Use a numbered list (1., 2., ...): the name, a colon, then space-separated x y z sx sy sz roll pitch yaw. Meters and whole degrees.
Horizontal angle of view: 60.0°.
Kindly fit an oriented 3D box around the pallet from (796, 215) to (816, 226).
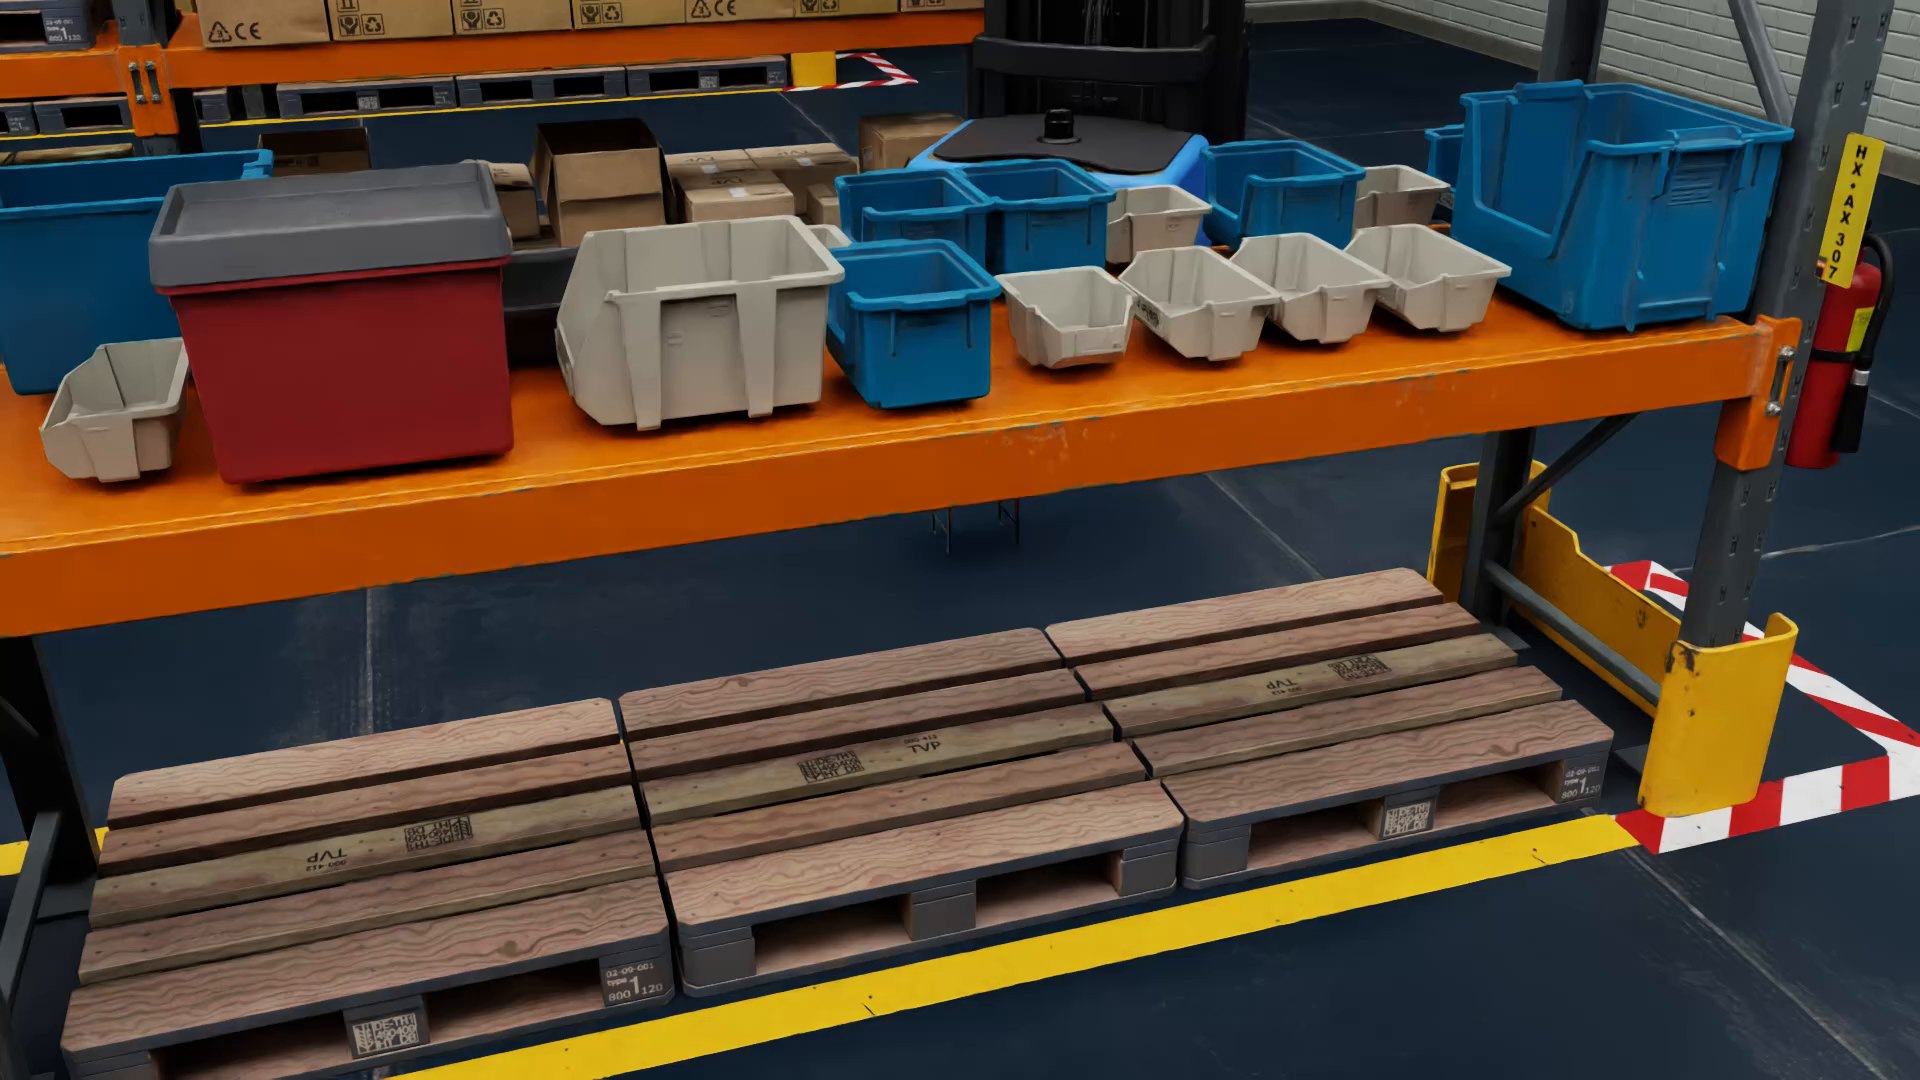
1. pallet: -0.597 -1.604 8.743 1.213 0.211 1.003 -8 28 -16

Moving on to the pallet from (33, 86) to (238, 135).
1. pallet: -5.818 -3.130 11.816 1.213 0.211 1.003 -8 28 -16

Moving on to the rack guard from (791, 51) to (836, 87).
1. rack guard: -1.282 -3.951 13.146 0.348 0.500 1.175 -8 28 -16

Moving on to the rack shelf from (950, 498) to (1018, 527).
1. rack shelf: 0.051 -0.219 5.660 0.240 0.259 0.215 -8 28 -16

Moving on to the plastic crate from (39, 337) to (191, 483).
1. plastic crate: -1.553 -0.240 3.090 0.243 0.136 0.396 -8 28 -16

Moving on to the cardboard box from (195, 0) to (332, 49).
1. cardboard box: -3.001 -2.422 7.144 0.500 0.500 0.500 -8 27 -15

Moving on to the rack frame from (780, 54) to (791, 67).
1. rack frame: -1.305 -5.067 12.584 0.127 3.000 1.000 -8 28 -16

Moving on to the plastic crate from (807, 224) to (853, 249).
1. plastic crate: -0.477 -0.603 3.821 0.466 0.136 0.293 -8 28 -16

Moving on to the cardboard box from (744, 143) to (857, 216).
1. cardboard box: -0.847 -1.915 8.832 0.500 0.250 0.500 -8 28 -16

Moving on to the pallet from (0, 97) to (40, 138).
1. pallet: -6.980 -2.960 11.475 1.213 0.211 1.003 -8 28 -16

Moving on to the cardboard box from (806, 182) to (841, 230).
1. cardboard box: -0.621 -1.705 8.502 0.250 0.166 0.380 -8 28 -16

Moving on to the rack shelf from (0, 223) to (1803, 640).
1. rack shelf: -0.138 -0.281 3.752 4.000 0.370 1.077 -8 28 -16

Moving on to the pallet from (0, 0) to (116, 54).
1. pallet: -4.364 -2.273 7.171 1.213 0.211 1.003 -8 28 -16

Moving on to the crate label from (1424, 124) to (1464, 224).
1. crate label: 1.427 -0.936 4.382 0.303 0.233 0.416 -8 28 -16

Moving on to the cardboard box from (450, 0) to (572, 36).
1. cardboard box: -2.039 -2.562 7.425 0.500 0.500 0.500 -8 28 -16

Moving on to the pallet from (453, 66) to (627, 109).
1. pallet: -3.199 -3.509 12.581 1.213 0.211 1.003 -8 28 -16

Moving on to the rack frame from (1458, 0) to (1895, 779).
1. rack frame: 1.763 -0.879 4.147 0.127 3.000 1.000 -8 28 -16

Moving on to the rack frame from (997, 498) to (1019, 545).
1. rack frame: 0.167 -0.494 5.565 0.008 1.050 0.200 -8 28 -16

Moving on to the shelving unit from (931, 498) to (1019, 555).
1. shelving unit: 0.051 -0.478 5.531 0.252 1.050 0.215 -8 28 -16

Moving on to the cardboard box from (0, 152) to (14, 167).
1. cardboard box: -4.609 -1.458 7.631 0.500 0.500 0.500 -8 27 -15

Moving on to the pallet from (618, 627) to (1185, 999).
1. pallet: -0.191 0.634 4.236 1.213 0.211 1.003 -8 28 -16

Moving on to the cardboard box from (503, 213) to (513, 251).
1. cardboard box: -2.285 -1.440 7.969 0.250 0.166 0.380 -8 28 -16

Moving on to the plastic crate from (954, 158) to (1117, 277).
1. plastic crate: 0.175 -0.754 4.017 0.300 0.233 0.416 -8 28 -16

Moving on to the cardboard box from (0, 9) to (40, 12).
1. cardboard box: -6.530 -3.474 11.319 0.750 0.750 0.750 -7 27 -15

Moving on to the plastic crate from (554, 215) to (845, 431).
1. plastic crate: -0.531 -0.434 3.317 0.530 0.282 0.437 -8 28 -16

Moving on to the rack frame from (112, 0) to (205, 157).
1. rack frame: -3.570 -2.423 7.257 0.127 3.000 1.000 -8 28 -16

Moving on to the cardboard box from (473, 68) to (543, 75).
1. cardboard box: -3.398 -3.782 12.334 0.500 0.500 0.700 -8 27 -15

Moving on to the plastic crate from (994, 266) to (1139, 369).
1. plastic crate: 0.231 -0.467 3.547 0.250 0.136 0.298 -8 28 -16

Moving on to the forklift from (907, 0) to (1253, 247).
1. forklift: 0.710 -2.319 7.125 1.130 2.935 3.031 8 27 16

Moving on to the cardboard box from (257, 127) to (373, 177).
1. cardboard box: -3.116 -1.698 8.114 0.500 0.500 0.500 -8 28 -16

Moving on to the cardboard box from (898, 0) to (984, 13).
1. cardboard box: -0.109 -2.841 7.988 0.500 0.500 0.500 -7 27 -15

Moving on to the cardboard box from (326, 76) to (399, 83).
1. cardboard box: -4.365 -3.645 12.057 0.500 0.500 0.700 -8 27 -15

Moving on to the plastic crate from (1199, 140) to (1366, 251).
1. plastic crate: 0.801 -0.845 4.200 0.300 0.233 0.416 -8 28 -16

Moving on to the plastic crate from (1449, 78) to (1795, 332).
1. plastic crate: 1.503 -0.796 3.873 0.499 0.435 0.616 -8 28 -16

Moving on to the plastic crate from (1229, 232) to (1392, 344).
1. plastic crate: 0.764 -0.565 3.743 0.243 0.136 0.396 -8 28 -16

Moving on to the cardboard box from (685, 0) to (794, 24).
1. cardboard box: -1.077 -2.702 7.707 0.500 0.500 0.500 -8 28 -16

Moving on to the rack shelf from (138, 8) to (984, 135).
1. rack shelf: -1.669 -2.376 7.971 4.000 0.370 1.077 -8 28 -16

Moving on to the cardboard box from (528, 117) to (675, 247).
1. cardboard box: -1.786 -1.762 8.239 0.637 0.503 0.797 -8 28 -16

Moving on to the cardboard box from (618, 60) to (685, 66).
1. cardboard box: -2.415 -3.928 12.628 0.500 0.500 0.700 -8 28 -16
